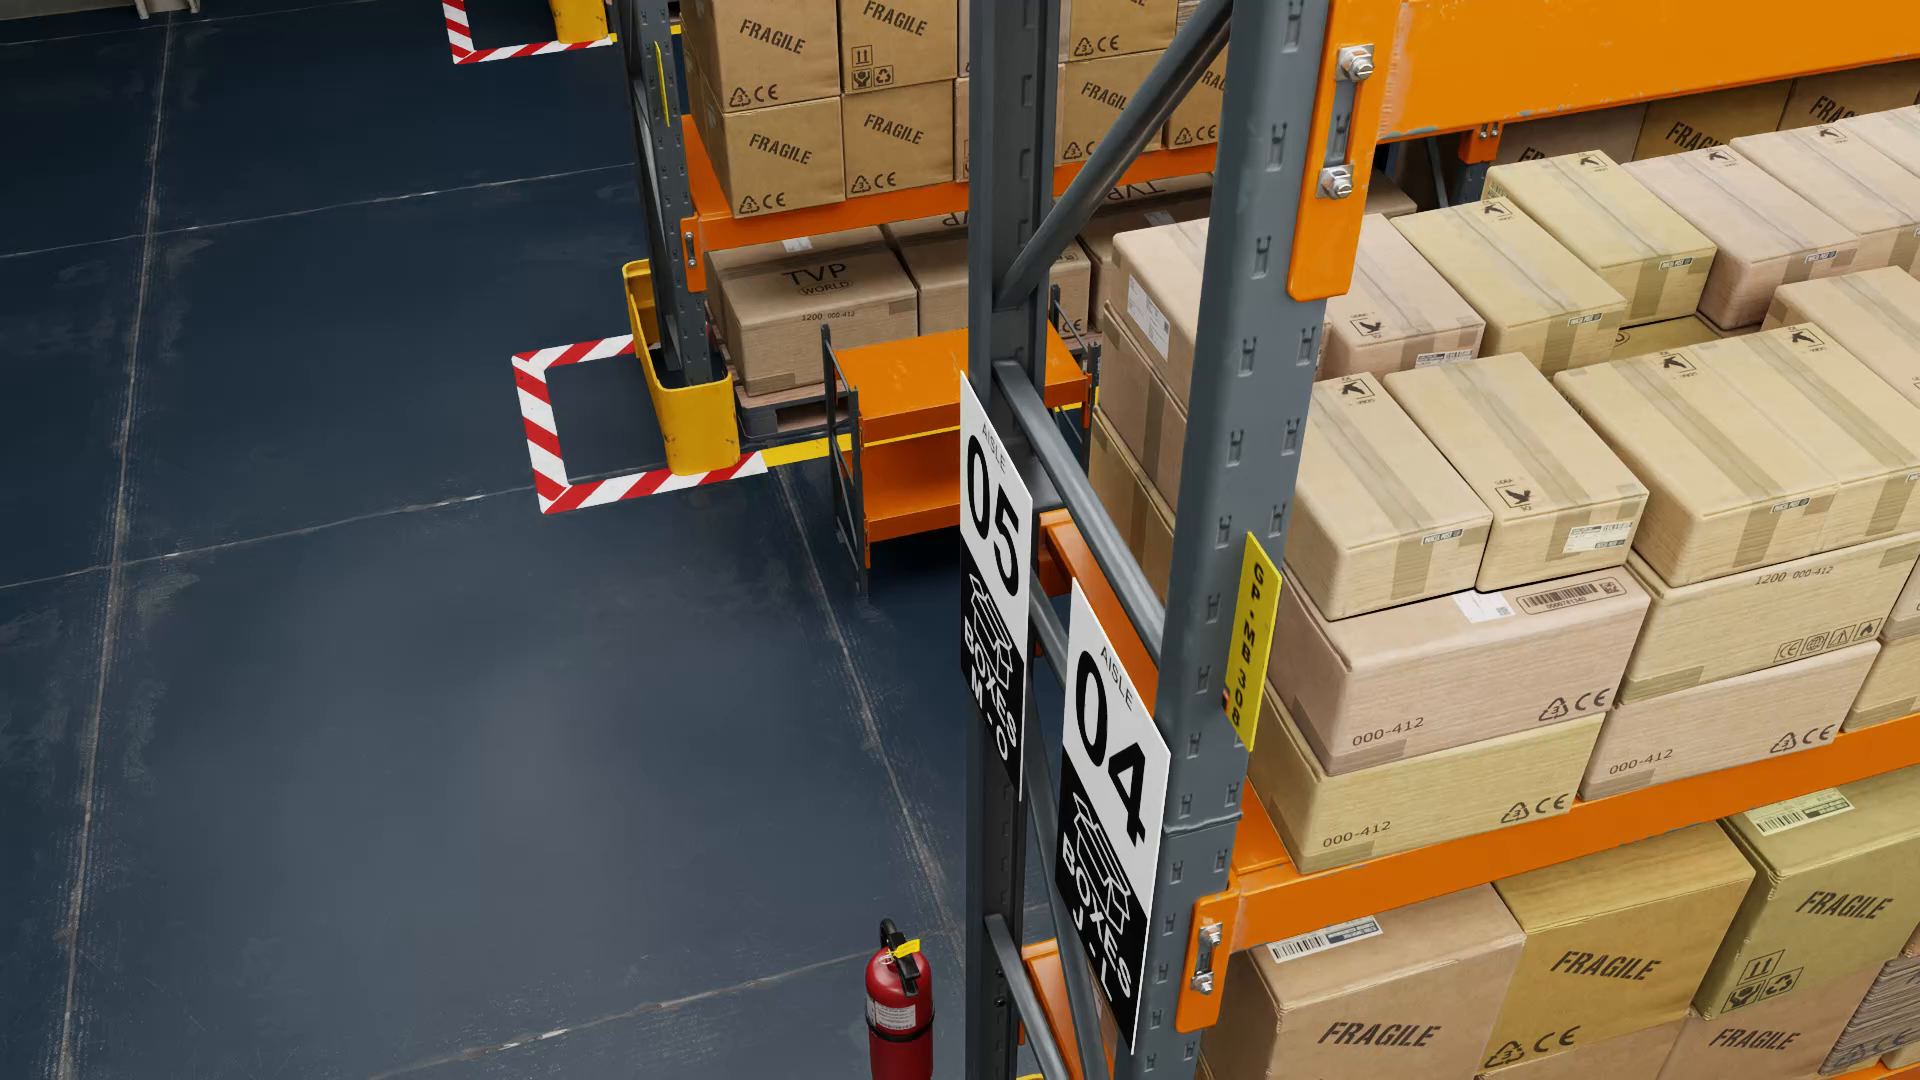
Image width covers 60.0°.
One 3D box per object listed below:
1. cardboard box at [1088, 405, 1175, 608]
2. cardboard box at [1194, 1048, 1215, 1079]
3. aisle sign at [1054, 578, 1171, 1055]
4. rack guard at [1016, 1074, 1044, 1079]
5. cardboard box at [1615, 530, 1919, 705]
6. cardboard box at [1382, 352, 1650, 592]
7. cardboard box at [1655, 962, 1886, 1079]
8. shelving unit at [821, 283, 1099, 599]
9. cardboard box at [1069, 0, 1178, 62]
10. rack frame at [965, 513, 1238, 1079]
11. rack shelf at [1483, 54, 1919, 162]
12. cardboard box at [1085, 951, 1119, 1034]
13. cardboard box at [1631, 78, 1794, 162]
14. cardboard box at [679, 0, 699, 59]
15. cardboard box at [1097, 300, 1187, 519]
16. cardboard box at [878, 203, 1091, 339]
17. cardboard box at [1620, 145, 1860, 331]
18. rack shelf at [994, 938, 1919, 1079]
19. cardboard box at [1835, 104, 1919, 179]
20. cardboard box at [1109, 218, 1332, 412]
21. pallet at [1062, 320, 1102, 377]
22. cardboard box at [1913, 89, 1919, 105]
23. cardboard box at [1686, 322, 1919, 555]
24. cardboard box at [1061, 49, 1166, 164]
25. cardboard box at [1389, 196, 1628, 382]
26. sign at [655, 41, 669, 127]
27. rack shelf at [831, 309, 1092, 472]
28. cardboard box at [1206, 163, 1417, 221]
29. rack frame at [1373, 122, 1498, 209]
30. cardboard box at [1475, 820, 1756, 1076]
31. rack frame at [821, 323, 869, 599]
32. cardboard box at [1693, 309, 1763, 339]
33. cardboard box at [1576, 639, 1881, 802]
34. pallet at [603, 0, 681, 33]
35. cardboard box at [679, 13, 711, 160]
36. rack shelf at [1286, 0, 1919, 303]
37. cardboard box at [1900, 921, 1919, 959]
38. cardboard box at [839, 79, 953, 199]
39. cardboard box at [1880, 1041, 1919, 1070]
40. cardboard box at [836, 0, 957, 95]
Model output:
[{"bbox_3d":[0.576,-0.072,3.236,0.500,0.250,0.500,-13,43,-14],"label":"cardboard box"},{"bbox_3d":[0.733,1.192,3.653,0.500,0.500,0.500,-10,42,-11],"label":"cardboard box"},{"bbox_3d":[0.242,0.481,2.793,0.004,0.787,0.394,-12,42,-13],"label":"aisle sign"},{"bbox_3d":[0.294,2.184,4.720,0.348,0.500,1.175,-12,42,-13],"label":"rack guard"},{"bbox_3d":[1.216,-0.032,2.810,0.500,0.250,0.500,-12,43,-14],"label":"cardboard box"},{"bbox_3d":[0.848,-0.115,2.602,0.250,0.149,0.380,-10,42,-11],"label":"cardboard box"},{"bbox_3d":[1.707,0.982,3.894,0.500,0.500,0.500,-11,42,-12],"label":"cardboard box"},{"bbox_3d":[-0.006,-0.422,7.228,1.048,1.125,0.538,-12,42,-13],"label":"shelving unit"},{"bbox_3d":[0.637,-2.472,7.313,0.500,0.500,0.500,-12,42,-13],"label":"cardboard box"},{"bbox_3d":[0.222,1.257,3.881,0.127,3.000,1.000,-12,42,-13],"label":"rack frame"},{"bbox_3d":[4.361,-2.744,9.007,4.000,0.370,1.077,-12,42,-13],"label":"rack shelf"},{"bbox_3d":[0.573,0.857,4.036,0.500,0.500,0.500,-11,42,-12],"label":"cardboard box"},{"bbox_3d":[3.880,-2.334,9.287,0.875,0.875,0.875,-11,42,-12],"label":"cardboard box"},{"bbox_3d":[-0.973,-2.488,7.332,0.500,0.500,0.500,-10,42,-12],"label":"cardboard box"},{"bbox_3d":[0.585,-0.255,3.066,0.500,0.250,0.500,-13,43,-14],"label":"cardboard box"},{"bbox_3d":[0.108,-1.402,8.552,0.875,0.438,0.875,-11,42,-12],"label":"cardboard box"},{"bbox_3d":[1.439,-0.575,3.129,0.250,0.149,0.380,-13,43,-14],"label":"cardboard box"},{"bbox_3d":[2.129,1.133,4.570,4.000,0.370,1.077,-12,42,-13],"label":"rack shelf"},{"bbox_3d":[1.925,-0.695,3.266,0.250,0.149,0.380,-13,43,-14],"label":"cardboard box"},{"bbox_3d":[0.451,-0.404,2.934,0.250,0.149,0.380,-12,43,-13],"label":"cardboard box"},{"bbox_3d":[0.539,-1.225,8.841,1.213,0.211,1.003,-12,42,-13],"label":"pallet"},{"bbox_3d":[5.585,-2.684,9.687,0.875,0.875,0.875,-12,43,-13],"label":"cardboard box"},{"bbox_3d":[1.360,-0.170,2.665,0.250,0.149,0.380,-11,42,-12],"label":"cardboard box"},{"bbox_3d":[0.620,-2.098,7.645,0.500,0.500,0.500,-10,42,-12],"label":"cardboard box"},{"bbox_3d":[0.960,-0.443,2.978,0.250,0.149,0.380,-13,43,-14],"label":"cardboard box"},{"bbox_3d":[-1.201,-1.836,6.703,0.005,0.325,0.100,-12,42,-13],"label":"sign"},{"bbox_3d":[-0.006,-0.643,7.035,1.000,0.278,0.538,-12,42,-13],"label":"rack shelf"},{"bbox_3d":[1.823,-1.756,8.958,0.875,0.438,0.875,-12,43,-14],"label":"cardboard box"},{"bbox_3d":[2.454,-2.620,8.318,0.127,3.000,1.000,-12,42,-13],"label":"rack frame"},{"bbox_3d":[1.209,0.705,3.451,0.500,0.500,0.500,-11,42,-12],"label":"cardboard box"},{"bbox_3d":[-0.491,-0.322,7.113,0.032,1.125,0.500,-12,42,-13],"label":"rack frame"},{"bbox_3d":[1.561,-0.456,3.296,0.500,0.250,0.500,-11,42,-12],"label":"cardboard box"},{"bbox_3d":[1.230,0.154,2.977,0.500,0.250,0.500,-10,42,-12],"label":"cardboard box"},{"bbox_3d":[-2.023,-4.066,12.094,1.213,0.211,1.003,-12,42,-13],"label":"pallet"},{"bbox_3d":[-0.981,-2.128,7.680,0.500,0.500,0.500,-11,42,-13],"label":"cardboard box"},{"bbox_3d":[2.129,-1.125,2.597,4.000,0.370,1.077,-12,42,-13],"label":"rack shelf"},{"bbox_3d":[2.197,0.513,3.670,0.500,0.500,0.500,-13,43,-14],"label":"cardboard box"},{"bbox_3d":[-0.343,-1.899,7.417,0.500,0.500,0.500,-12,43,-14],"label":"cardboard box"},{"bbox_3d":[2.365,1.119,4.230,0.250,0.149,0.380,-11,42,-12],"label":"cardboard box"},{"bbox_3d":[-0.327,-2.266,7.077,0.500,0.500,0.500,-13,43,-14],"label":"cardboard box"}]
